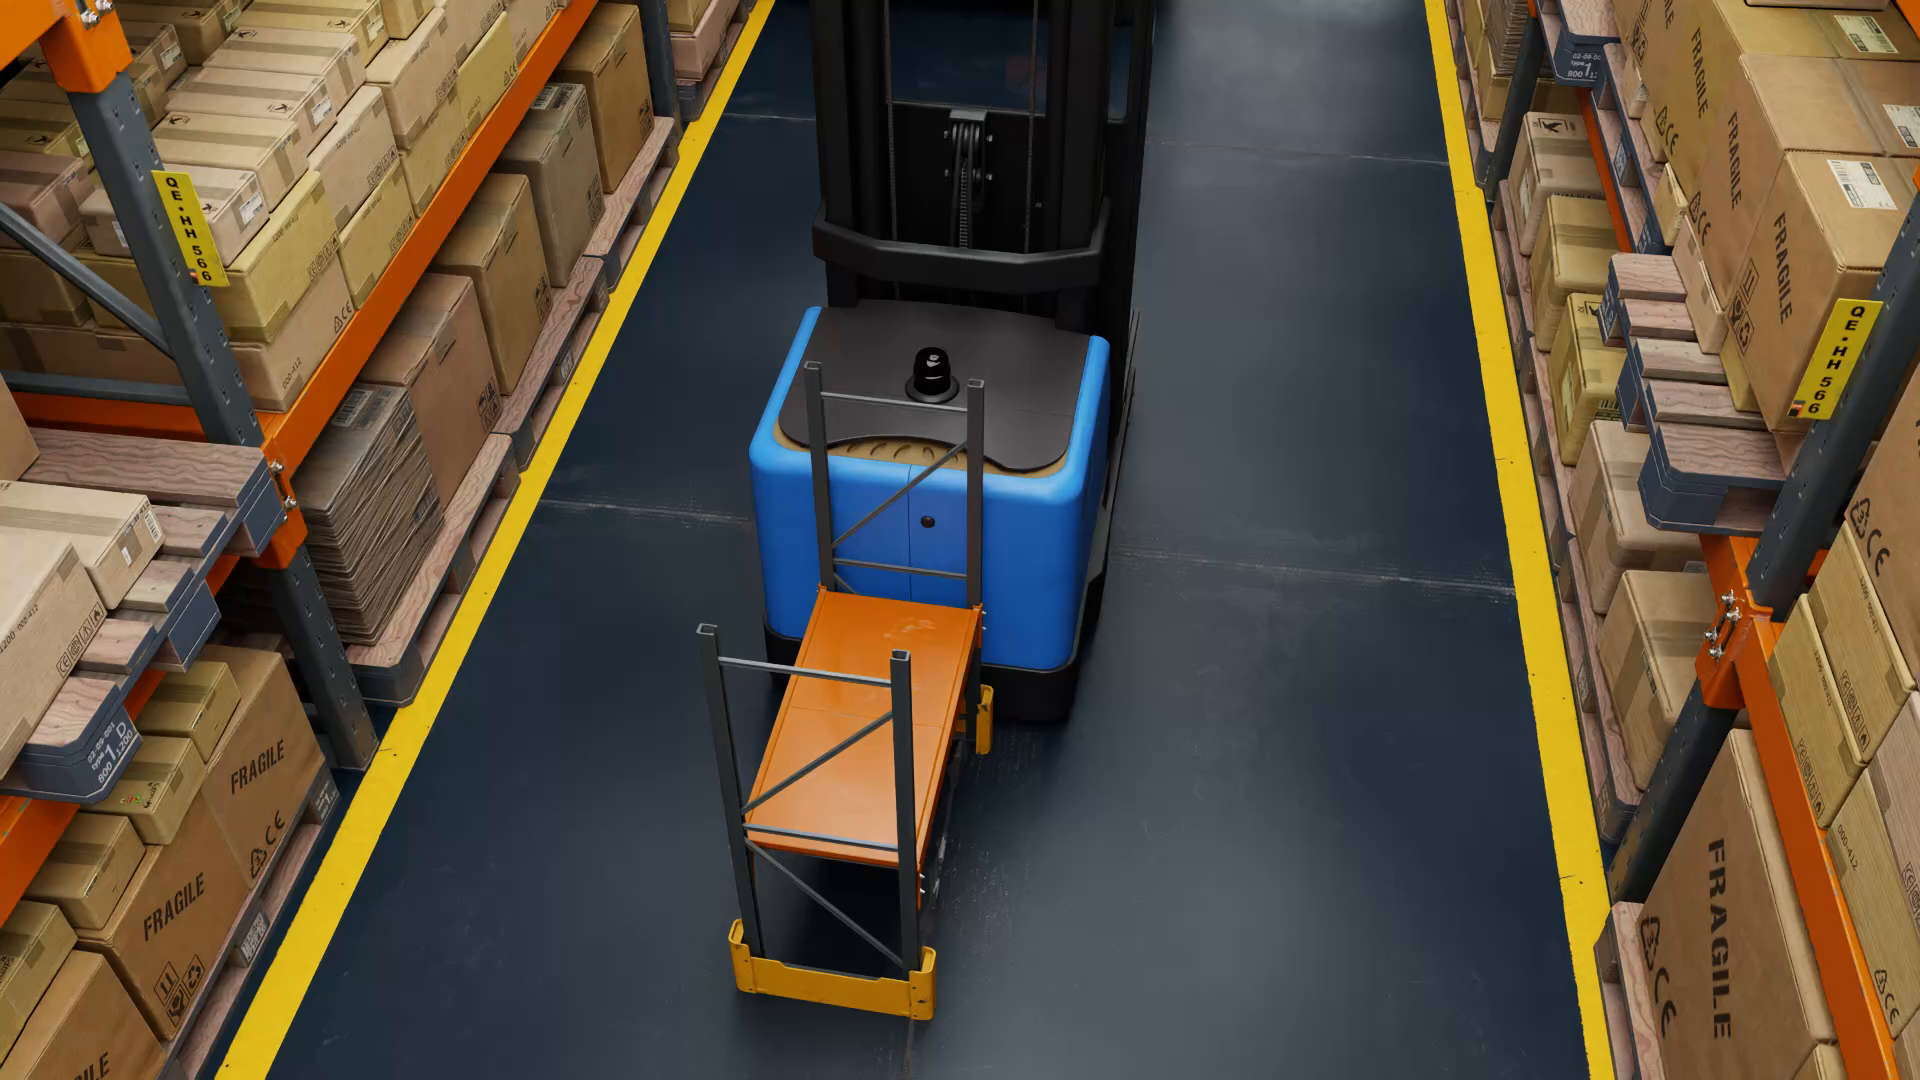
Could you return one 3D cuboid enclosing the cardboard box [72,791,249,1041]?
[{"bbox_3d":[-2.351,0.990,4.535,0.500,0.500,0.500,5,44,5],"label":"cardboard box"}]

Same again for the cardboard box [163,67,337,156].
[{"bbox_3d":[-2.055,-1.235,4.828,0.380,0.149,0.250,6,44,7],"label":"cardboard box"}]

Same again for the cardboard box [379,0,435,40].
[{"bbox_3d":[-1.937,-1.756,5.378,0.380,0.149,0.250,6,44,6],"label":"cardboard box"}]

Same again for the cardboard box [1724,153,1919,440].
[{"bbox_3d":[2.274,-0.596,4.103,0.500,0.500,0.500,4,44,4],"label":"cardboard box"}]

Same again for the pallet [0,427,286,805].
[{"bbox_3d":[-2.451,0.125,4.076,1.213,0.211,1.003,5,44,6],"label":"pallet"}]

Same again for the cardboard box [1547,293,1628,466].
[{"bbox_3d":[2.769,-0.567,6.272,0.950,0.372,0.625,7,44,7],"label":"cardboard box"}]

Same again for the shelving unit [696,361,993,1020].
[{"bbox_3d":[-0.273,0.441,4.694,0.587,1.500,1.083,7,44,7],"label":"shelving unit"}]

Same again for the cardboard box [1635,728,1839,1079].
[{"bbox_3d":[2.316,1.118,4.127,0.875,0.875,0.875,5,44,5],"label":"cardboard box"}]

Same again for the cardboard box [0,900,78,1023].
[{"bbox_3d":[-2.409,1.007,4.046,0.380,0.149,0.250,6,44,7],"label":"cardboard box"}]

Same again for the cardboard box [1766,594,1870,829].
[{"bbox_3d":[2.175,0.401,3.754,0.500,0.250,0.500,5,44,5],"label":"cardboard box"}]

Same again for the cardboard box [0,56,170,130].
[{"bbox_3d":[-2.570,-1.284,4.880,0.380,0.149,0.250,5,44,5],"label":"cardboard box"}]

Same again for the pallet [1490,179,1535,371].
[{"bbox_3d":[2.917,-1.147,7.308,1.003,0.211,1.213,5,44,6],"label":"pallet"}]

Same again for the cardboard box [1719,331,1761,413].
[{"bbox_3d":[2.263,-0.460,4.431,0.380,0.149,0.250,6,44,6],"label":"cardboard box"}]

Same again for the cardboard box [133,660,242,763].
[{"bbox_3d":[-2.246,0.466,4.617,0.380,0.149,0.250,3,44,3],"label":"cardboard box"}]

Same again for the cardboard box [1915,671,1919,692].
[{"bbox_3d":[2.126,0.289,2.963,0.500,0.500,0.500,5,44,6],"label":"cardboard box"}]

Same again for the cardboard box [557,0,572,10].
[{"bbox_3d":[-1.771,-2.374,6.685,0.500,0.250,0.500,5,44,5],"label":"cardboard box"}]

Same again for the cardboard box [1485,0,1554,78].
[{"bbox_3d":[2.830,-2.544,7.904,0.500,0.500,0.500,5,44,5],"label":"cardboard box"}]

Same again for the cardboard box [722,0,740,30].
[{"bbox_3d":[-1.459,-2.940,8.868,0.500,0.250,0.500,4,44,5],"label":"cardboard box"}]

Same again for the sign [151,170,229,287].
[{"bbox_3d":[-1.892,-0.762,4.088,0.100,0.325,0.005,5,44,6],"label":"sign"}]

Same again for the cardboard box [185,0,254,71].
[{"bbox_3d":[-2.513,-1.561,5.462,0.500,0.250,0.500,5,44,5],"label":"cardboard box"}]

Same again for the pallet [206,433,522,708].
[{"bbox_3d":[-2.284,0.042,6.052,1.003,0.211,1.213,5,44,6],"label":"pallet"}]

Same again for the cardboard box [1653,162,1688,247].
[{"bbox_3d":[2.316,-0.995,4.996,0.380,0.149,0.250,6,44,6],"label":"cardboard box"}]

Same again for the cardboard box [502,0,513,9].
[{"bbox_3d":[-1.848,-2.209,6.147,0.500,0.250,0.500,6,44,6],"label":"cardboard box"}]

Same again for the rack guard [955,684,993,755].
[{"bbox_3d":[-0.185,0.558,5.479,0.587,0.250,0.087,7,44,7],"label":"rack guard"}]

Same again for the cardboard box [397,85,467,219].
[{"bbox_3d":[-1.998,-1.333,5.585,0.500,0.250,0.500,4,44,4],"label":"cardboard box"}]

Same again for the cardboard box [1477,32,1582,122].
[{"bbox_3d":[2.830,-2.272,8.162,0.500,0.250,0.500,7,44,7],"label":"cardboard box"}]

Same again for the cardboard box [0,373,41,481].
[{"bbox_3d":[-2.654,-0.265,3.970,0.500,0.500,0.500,7,44,7],"label":"cardboard box"}]

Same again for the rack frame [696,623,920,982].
[{"bbox_3d":[-0.361,0.779,4.337,0.500,1.500,0.032,7,44,7],"label":"rack frame"}]

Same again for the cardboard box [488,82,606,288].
[{"bbox_3d":[-2.071,-1.544,7.121,0.875,0.625,0.625,5,44,5],"label":"cardboard box"}]

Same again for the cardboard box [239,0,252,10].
[{"bbox_3d":[-2.545,-1.806,5.432,0.380,0.149,0.250,5,44,5],"label":"cardboard box"}]

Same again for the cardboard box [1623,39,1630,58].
[{"bbox_3d":[2.518,-1.694,5.735,0.380,0.149,0.250,6,44,6],"label":"cardboard box"}]

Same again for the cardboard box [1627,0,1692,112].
[{"bbox_3d":[2.470,-1.665,5.233,0.500,0.500,0.500,4,44,4],"label":"cardboard box"}]

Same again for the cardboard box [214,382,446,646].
[{"bbox_3d":[-2.335,-0.127,5.624,0.875,0.625,0.625,7,44,7],"label":"cardboard box"}]

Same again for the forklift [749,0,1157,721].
[{"bbox_3d":[0.110,-1.487,5.689,1.130,2.935,3.031,7,44,7],"label":"forklift"}]

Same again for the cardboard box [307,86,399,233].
[{"bbox_3d":[-2.063,-1.161,5.040,0.500,0.250,0.500,7,44,7],"label":"cardboard box"}]

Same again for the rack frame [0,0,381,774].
[{"bbox_3d":[-2.431,-0.413,4.504,1.000,3.000,0.127,5,44,6],"label":"rack frame"}]

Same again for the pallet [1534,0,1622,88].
[{"bbox_3d":[2.773,-2.113,6.439,1.003,0.211,1.213,5,44,6],"label":"pallet"}]

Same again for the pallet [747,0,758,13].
[{"bbox_3d":[-1.597,-3.498,9.791,1.003,0.211,1.213,5,44,6],"label":"pallet"}]

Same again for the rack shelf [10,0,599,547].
[{"bbox_3d":[-2.167,-1.515,6.191,1.077,0.370,4.000,5,44,6],"label":"rack shelf"}]

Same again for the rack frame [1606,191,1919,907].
[{"bbox_3d":[2.489,0.036,4.030,1.000,3.000,0.127,5,44,6],"label":"rack frame"}]

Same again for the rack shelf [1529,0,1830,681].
[{"bbox_3d":[2.754,-1.066,5.717,1.077,0.370,4.000,5,44,6],"label":"rack shelf"}]
